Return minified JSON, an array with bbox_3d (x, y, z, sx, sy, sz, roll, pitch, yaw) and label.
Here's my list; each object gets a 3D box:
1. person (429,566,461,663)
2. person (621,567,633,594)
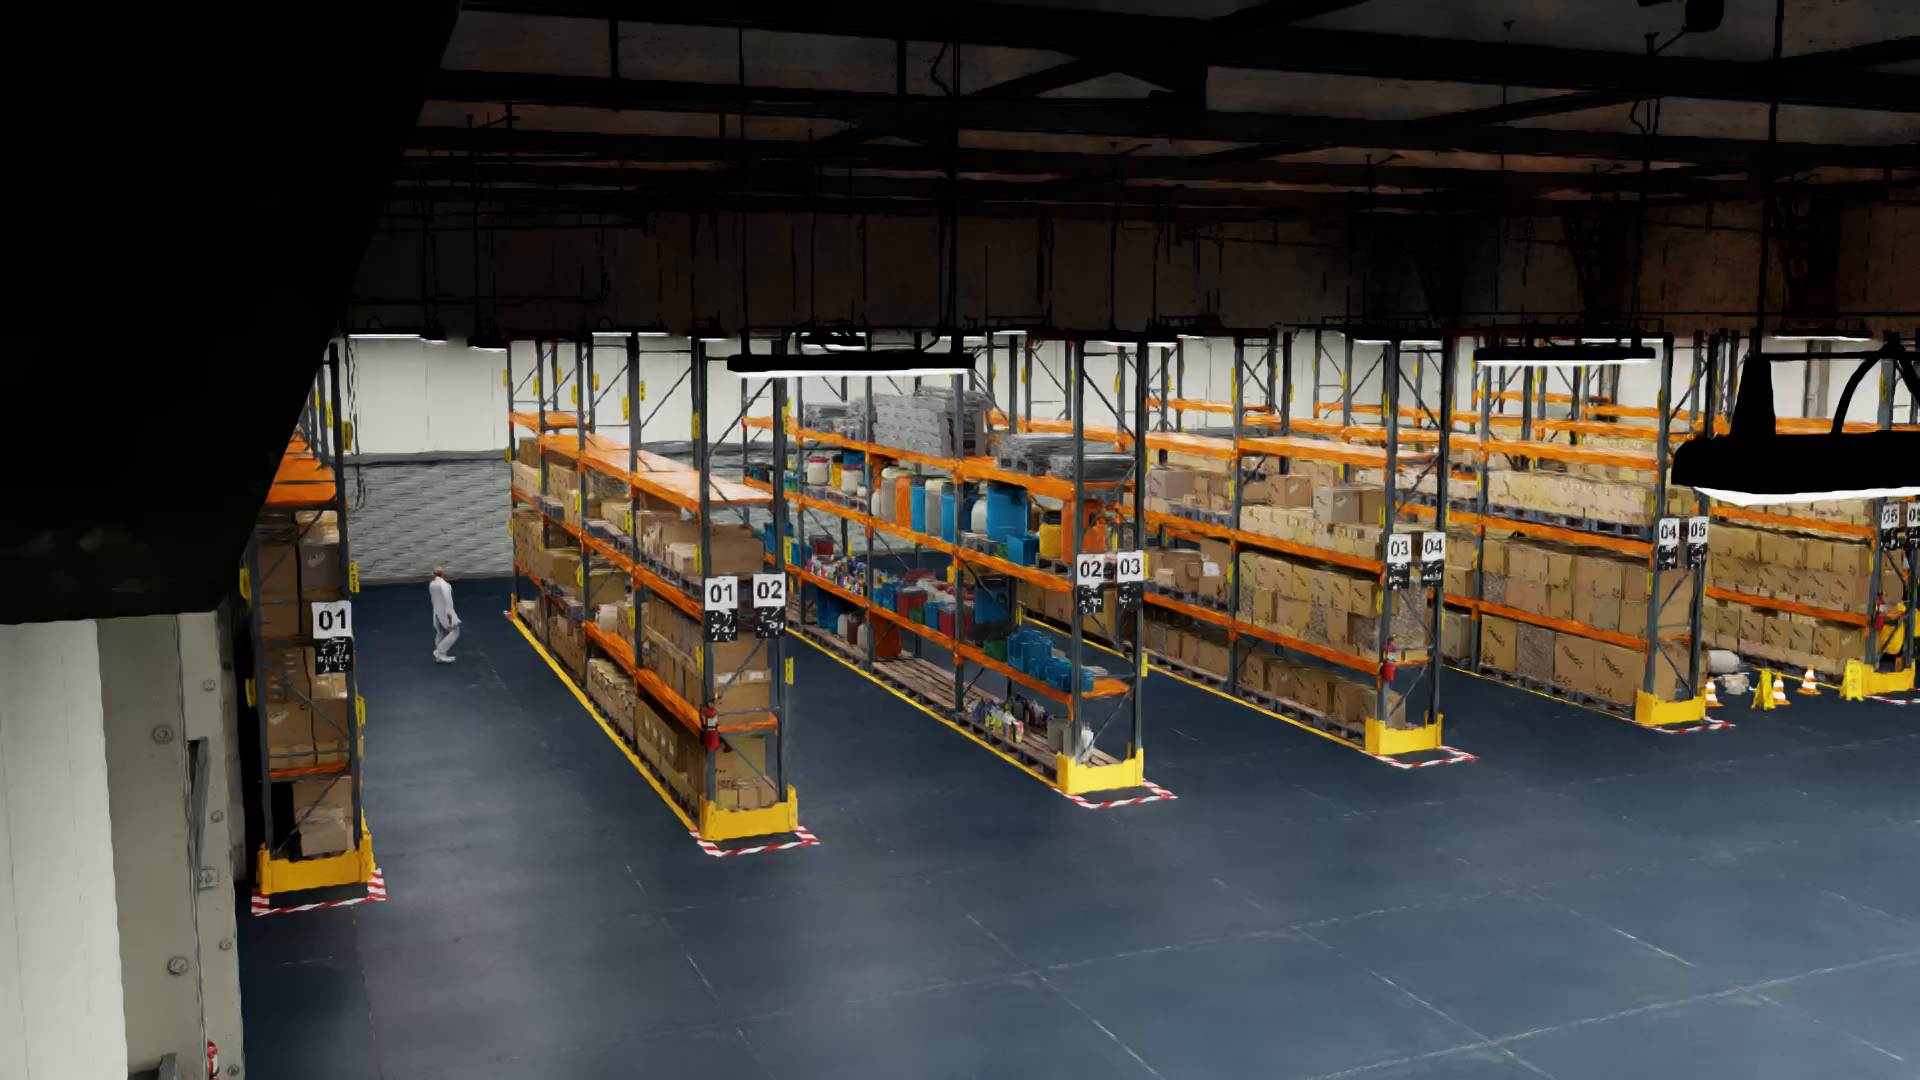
[{"bbox_3d":[-9.390,1.351,30.189,0.634,1.775,0.518,7,11,42],"label":"person"},{"bbox_3d":[-6.893,0.906,34.372,0.566,1.541,0.519,-4,9,-25],"label":"person"}]
